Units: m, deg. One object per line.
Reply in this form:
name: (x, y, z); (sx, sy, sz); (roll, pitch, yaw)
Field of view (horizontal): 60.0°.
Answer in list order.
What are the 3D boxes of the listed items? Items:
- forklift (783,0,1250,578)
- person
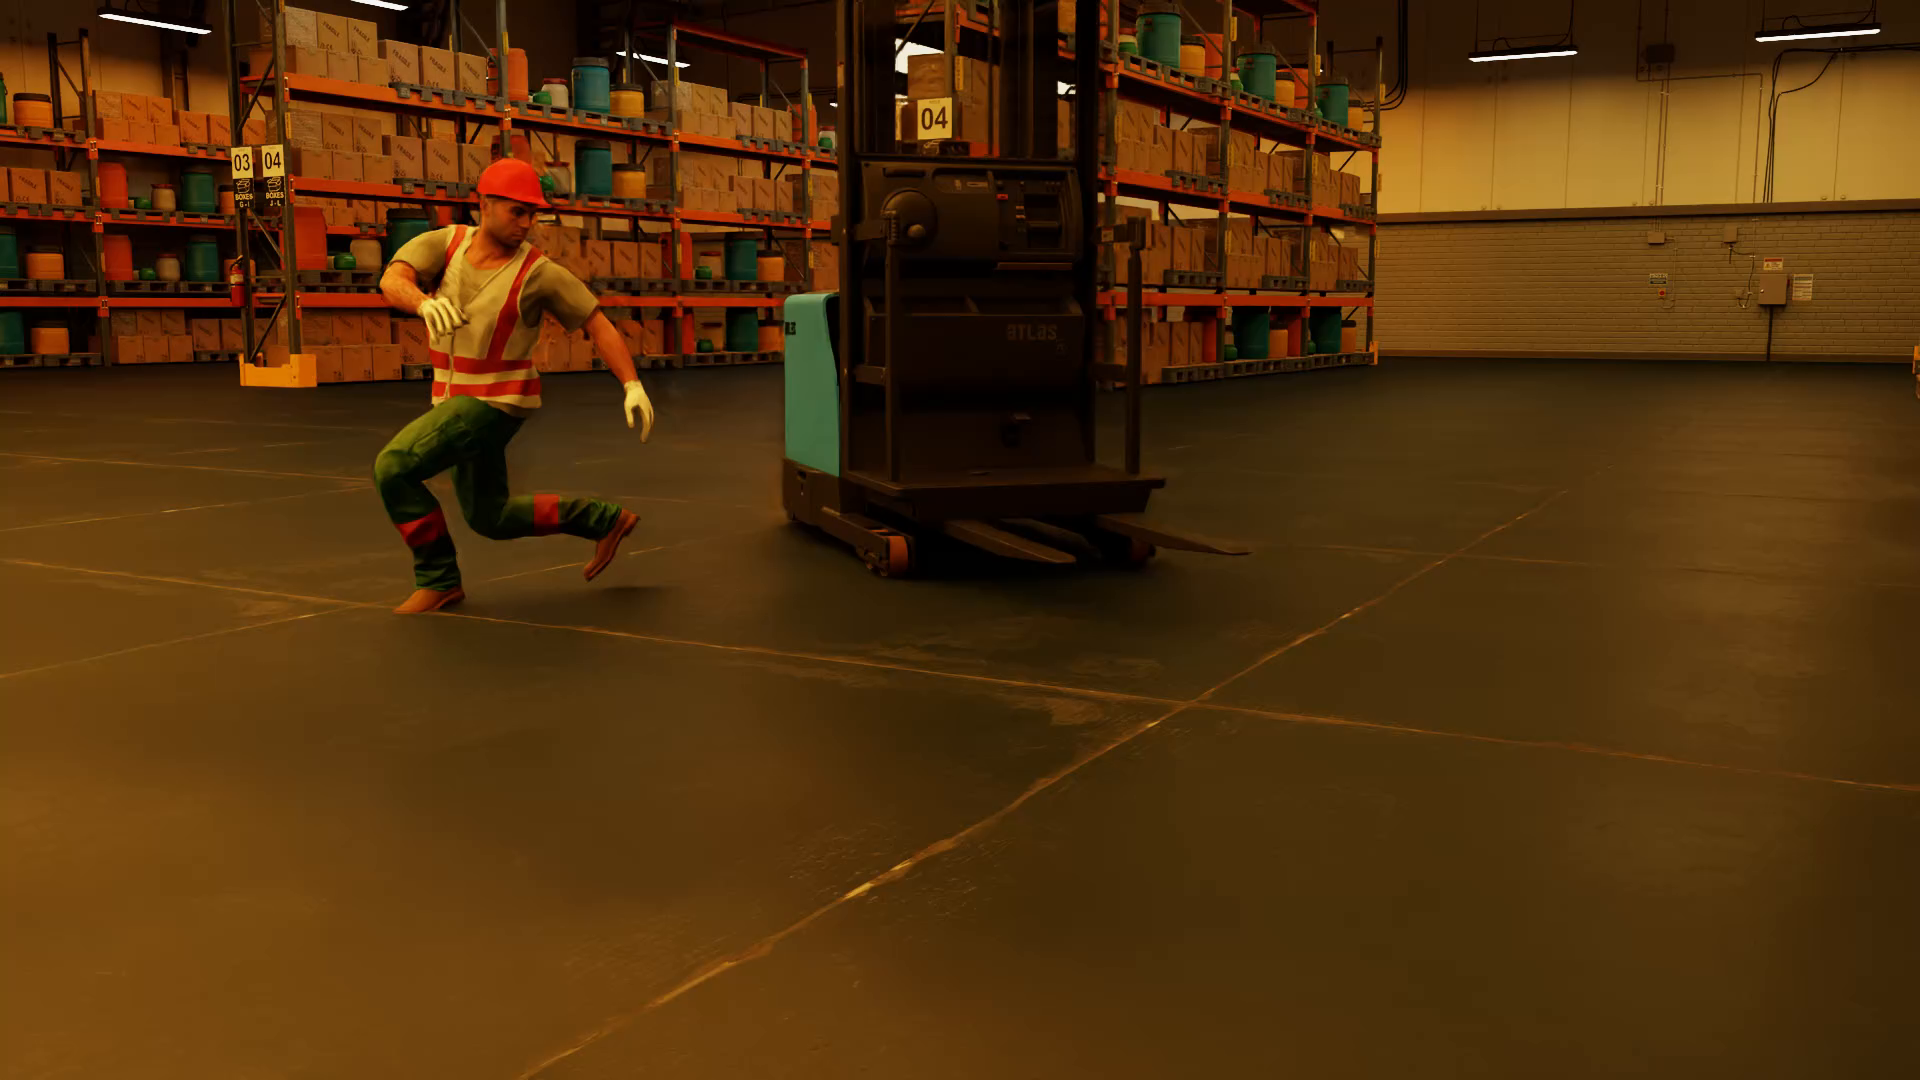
forklift: (0.127, -1.371, 6.525); (1.130, 2.935, 3.031); (-3, 8, -19)
person: (-1.521, -0.516, 5.689); (0.685, 1.542, 0.952); (7, 11, 42)
